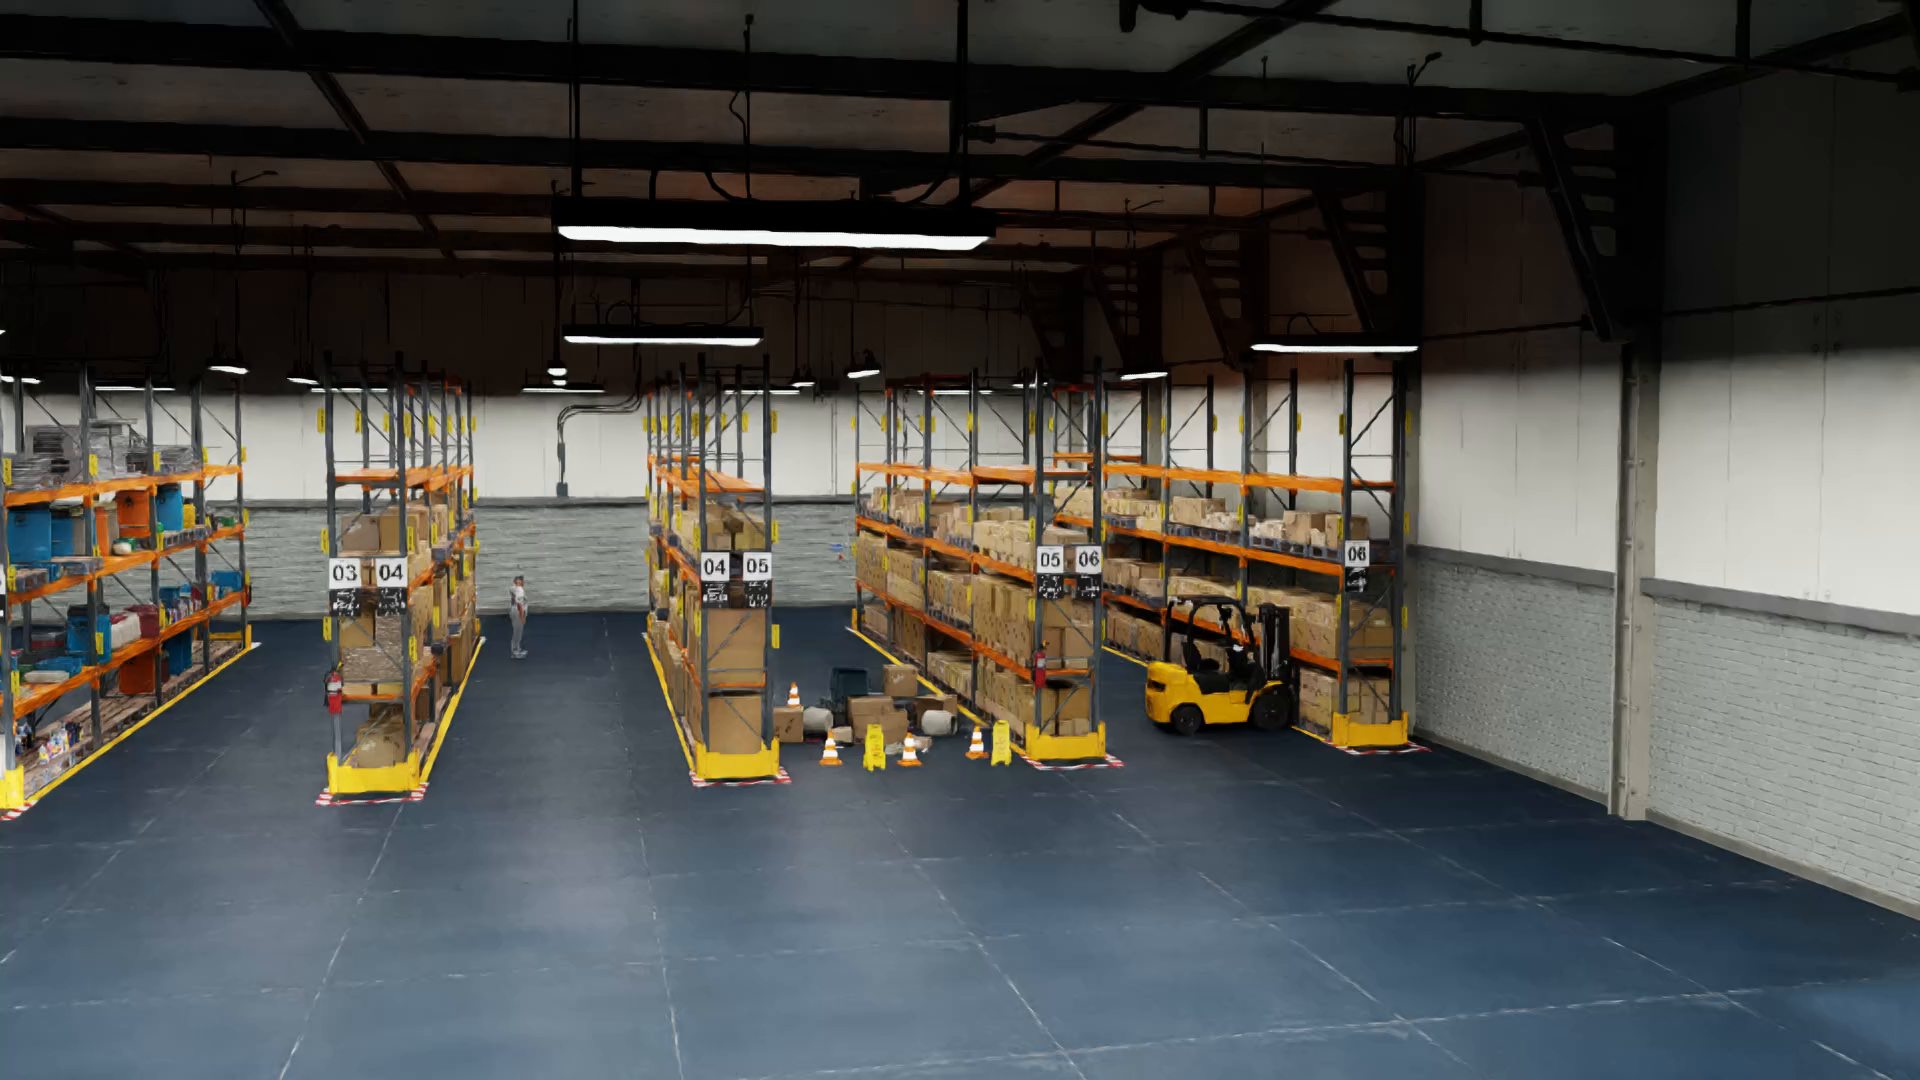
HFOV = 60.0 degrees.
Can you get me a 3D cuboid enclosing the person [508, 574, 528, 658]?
[{"bbox_3d":[-9.481,1.619,35.735,0.417,1.772,0.691,-2,4,-24],"label":"person"}]
